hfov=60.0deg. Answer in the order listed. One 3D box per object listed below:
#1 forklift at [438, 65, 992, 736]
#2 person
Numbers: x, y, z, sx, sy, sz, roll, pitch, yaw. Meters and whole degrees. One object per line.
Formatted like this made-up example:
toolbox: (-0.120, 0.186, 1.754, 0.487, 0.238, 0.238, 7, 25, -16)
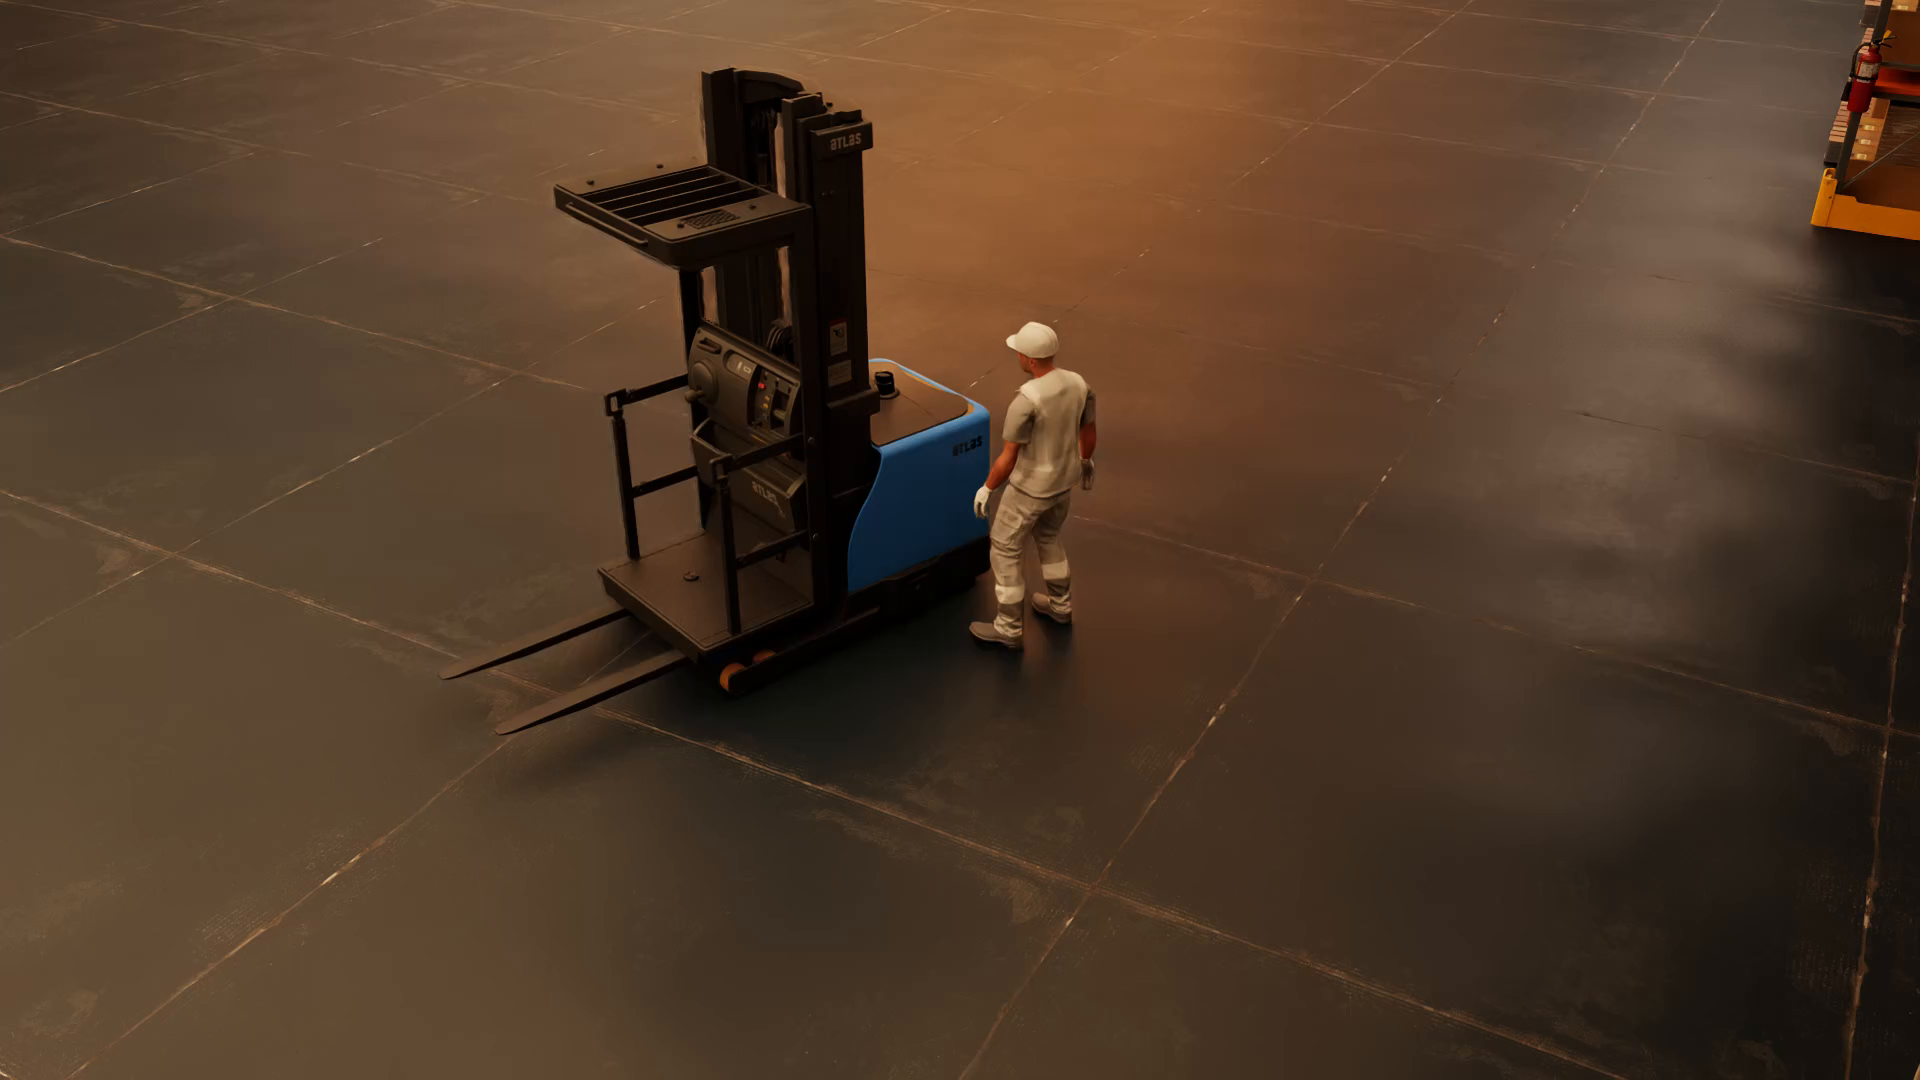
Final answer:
forklift: (-1.267, -0.763, 8.392, 3.031, 2.935, 1.130, -23, 37, -34)
person: (0.409, -0.318, 8.795, 0.792, 1.762, 0.386, -25, 38, -36)
